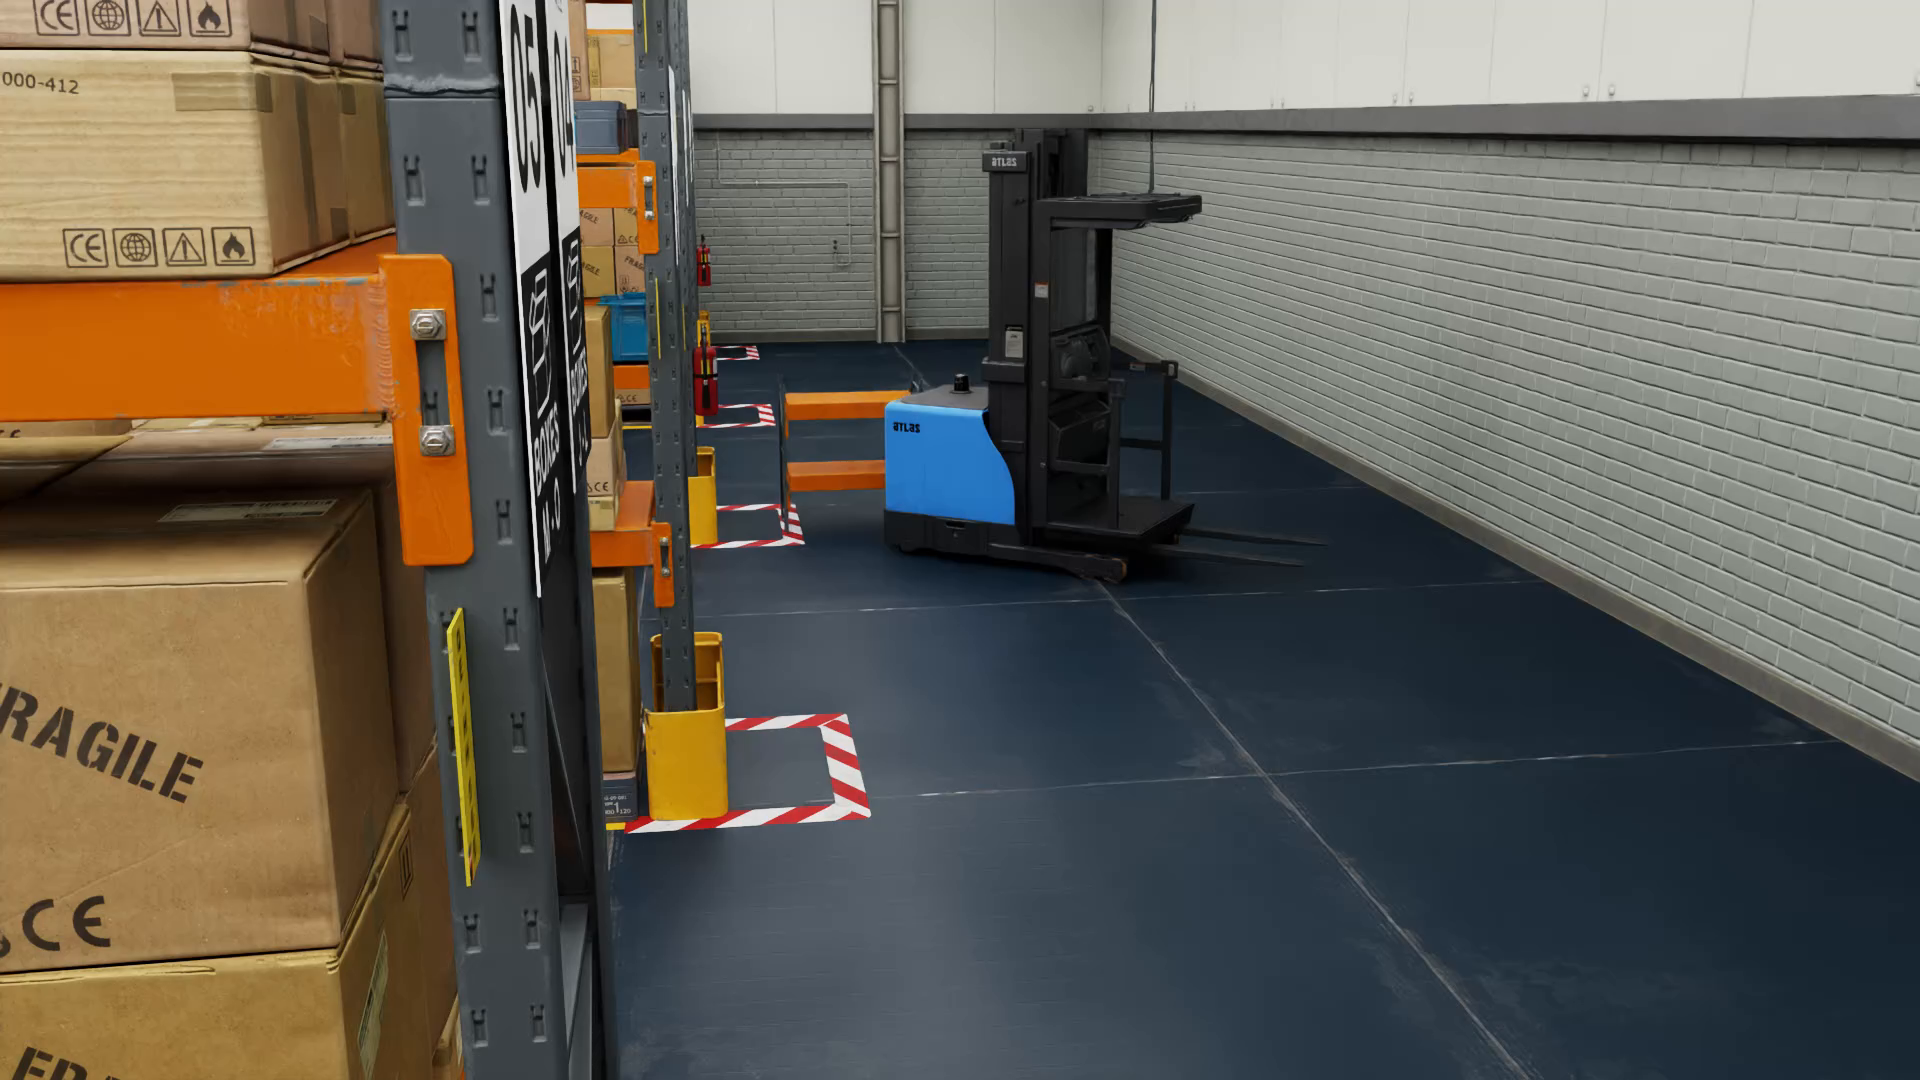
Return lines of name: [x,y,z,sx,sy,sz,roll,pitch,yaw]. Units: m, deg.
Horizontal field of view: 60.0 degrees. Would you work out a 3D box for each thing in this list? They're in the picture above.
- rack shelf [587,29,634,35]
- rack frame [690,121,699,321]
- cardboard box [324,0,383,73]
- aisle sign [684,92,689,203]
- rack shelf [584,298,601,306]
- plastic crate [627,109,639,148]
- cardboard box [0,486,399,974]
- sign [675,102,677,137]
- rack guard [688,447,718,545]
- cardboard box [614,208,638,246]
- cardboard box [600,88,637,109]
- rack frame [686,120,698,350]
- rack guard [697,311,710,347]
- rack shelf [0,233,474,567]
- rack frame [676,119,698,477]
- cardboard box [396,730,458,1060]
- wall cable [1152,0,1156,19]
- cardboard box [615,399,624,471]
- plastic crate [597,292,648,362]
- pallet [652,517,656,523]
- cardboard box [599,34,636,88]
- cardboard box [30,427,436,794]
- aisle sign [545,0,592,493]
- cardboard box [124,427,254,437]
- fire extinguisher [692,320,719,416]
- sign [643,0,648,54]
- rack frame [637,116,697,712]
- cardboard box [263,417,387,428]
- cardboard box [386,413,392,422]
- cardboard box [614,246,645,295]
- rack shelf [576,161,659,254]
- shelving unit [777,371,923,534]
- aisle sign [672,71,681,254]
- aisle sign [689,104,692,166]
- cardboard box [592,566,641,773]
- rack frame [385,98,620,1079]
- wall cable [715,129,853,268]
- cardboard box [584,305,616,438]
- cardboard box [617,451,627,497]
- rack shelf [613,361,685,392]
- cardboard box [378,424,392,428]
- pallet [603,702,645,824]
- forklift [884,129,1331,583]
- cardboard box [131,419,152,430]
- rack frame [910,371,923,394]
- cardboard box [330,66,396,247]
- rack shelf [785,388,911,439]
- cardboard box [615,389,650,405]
rack shelf: [-5.495,-6.233,20.878,4.000,0.370,1.077,-2,14,-8]
rack frame: [-3.518,-3.939,21.761,0.127,3.000,1.000,-2,14,-8]
cardboard box: [-1.147,-0.838,2.513,0.500,0.250,0.500,-2,14,-7]
aisle sign: [-2.015,-2.891,12.237,0.004,0.787,0.394,-2,14,-8]
rack shelf: [-4.754,-2.326,16.808,4.000,0.370,1.077,-2,14,-8]
plastic crate: [-2.464,-3.000,12.121,0.590,0.269,0.497,-2,14,-8]
cardboard box: [-1.080,0.231,2.261,0.500,0.500,0.500,-2,14,-9]
sign: [-1.944,-2.828,11.381,0.005,0.325,0.100,-2,14,-8]
rack guard: [-2.020,-0.347,12.578,0.348,0.500,1.175,-2,14,-8]
cardboard box: [-3.175,-3.198,16.548,0.500,0.500,0.500,-2,14,-9]
cardboard box: [-3.246,-4.292,16.284,0.500,0.250,0.500,-2,14,-8]
rack frame: [-2.776,-2.747,17.010,0.127,3.000,1.000,-2,14,-8]
rack guard: [-3.494,-2.727,22.068,0.348,0.500,1.175,-2,14,-8]
rack shelf: [-2.642,-0.201,2.170,4.000,0.370,1.077,-2,14,-8]
rack frame: [-2.042,-1.556,12.258,0.127,3.000,1.000,-2,14,-8]
cardboard box: [-1.150,0.590,2.888,0.500,0.500,0.500,-1,14,-6]
wall cable: [2.532,-7.260,18.674,0.112,2.526,3.097,-2,14,-8]
cardboard box: [-1.819,-0.483,7.679,0.500,0.250,0.500,-2,14,-10]
plastic crate: [-2.345,-1.545,12.019,0.499,0.435,0.616,-2,14,-8]
pallet: [-2.863,-0.183,12.516,1.213,0.211,1.003,-2,14,-8]
cardboard box: [-3.281,-4.713,16.421,0.500,0.500,0.700,-2,14,-8]
cardboard box: [-1.148,0.107,2.756,0.500,0.500,0.500,-2,14,-9]
aisle sign: [-0.637,-0.503,2.718,0.004,0.787,0.394,-2,14,-8]
cardboard box: [-3.263,-0.298,6.940,0.500,0.250,0.500,-2,14,-8]
fire extinguisher: [-1.825,-1.233,11.899,0.183,0.674,0.296,-2,14,-8]
sign: [-1.237,-2.079,6.522,0.005,0.325,0.100,-2,14,-8]
rack frame: [-1.304,-0.364,7.508,0.127,3.000,1.000,-2,14,-8]
cardboard box: [-2.829,-0.446,7.529,0.500,0.250,0.500,-3,14,-10]
cardboard box: [-2.313,-0.829,7.516,0.500,0.500,0.500,-2,14,-10]
cardboard box: [-3.178,-2.714,16.672,0.500,0.500,0.500,-2,14,-7]
rack shelf: [-3.281,-1.398,6.941,4.000,0.370,1.077,-2,14,-8]
shelving unit: [-0.829,-0.673,12.594,1.048,1.125,0.538,-2,14,-9]
aisle sign: [-1.277,-1.700,7.490,0.004,0.787,0.394,-2,14,-8]
aisle sign: [-2.752,-4.081,16.985,0.004,0.787,0.394,-2,14,-8]
cardboard box: [-1.925,0.505,7.546,0.875,0.875,0.875,-2,14,-8]
rack frame: [-0.665,0.832,2.736,0.127,3.000,1.000,-2,14,-8]
wall cable: [-2.392,-4.705,22.729,1.851,1.984,0.084,-2,14,-8]
cardboard box: [-1.746,-0.719,7.076,0.500,0.500,0.500,-2,14,-8]
cardboard box: [-1.704,-0.309,7.804,0.250,0.149,0.380,-2,14,-8]
rack shelf: [-4.019,-1.134,12.057,4.000,0.370,1.077,-2,14,-8]
cardboard box: [-2.245,-0.336,7.093,0.500,0.250,0.500,-2,14,-9]
pallet: [-2.083,1.036,7.656,1.213,0.211,1.003,-2,14,-8]
forklift: [1.006,-1.283,11.312,3.031,2.935,1.130,7,16,26]
cardboard box: [-3.846,-0.408,7.378,0.500,0.250,0.500,-2,14,-7]
rack frame: [-0.327,-0.693,12.671,0.032,1.125,0.500,-2,14,-9]
cardboard box: [-1.147,-0.595,2.570,0.500,0.250,0.500,-2,14,-6]
rack shelf: [-0.829,-0.957,12.522,1.000,0.278,0.538,-2,14,-9]
cardboard box: [-3.277,-1.669,16.946,0.500,0.500,0.500,-2,14,-8]
